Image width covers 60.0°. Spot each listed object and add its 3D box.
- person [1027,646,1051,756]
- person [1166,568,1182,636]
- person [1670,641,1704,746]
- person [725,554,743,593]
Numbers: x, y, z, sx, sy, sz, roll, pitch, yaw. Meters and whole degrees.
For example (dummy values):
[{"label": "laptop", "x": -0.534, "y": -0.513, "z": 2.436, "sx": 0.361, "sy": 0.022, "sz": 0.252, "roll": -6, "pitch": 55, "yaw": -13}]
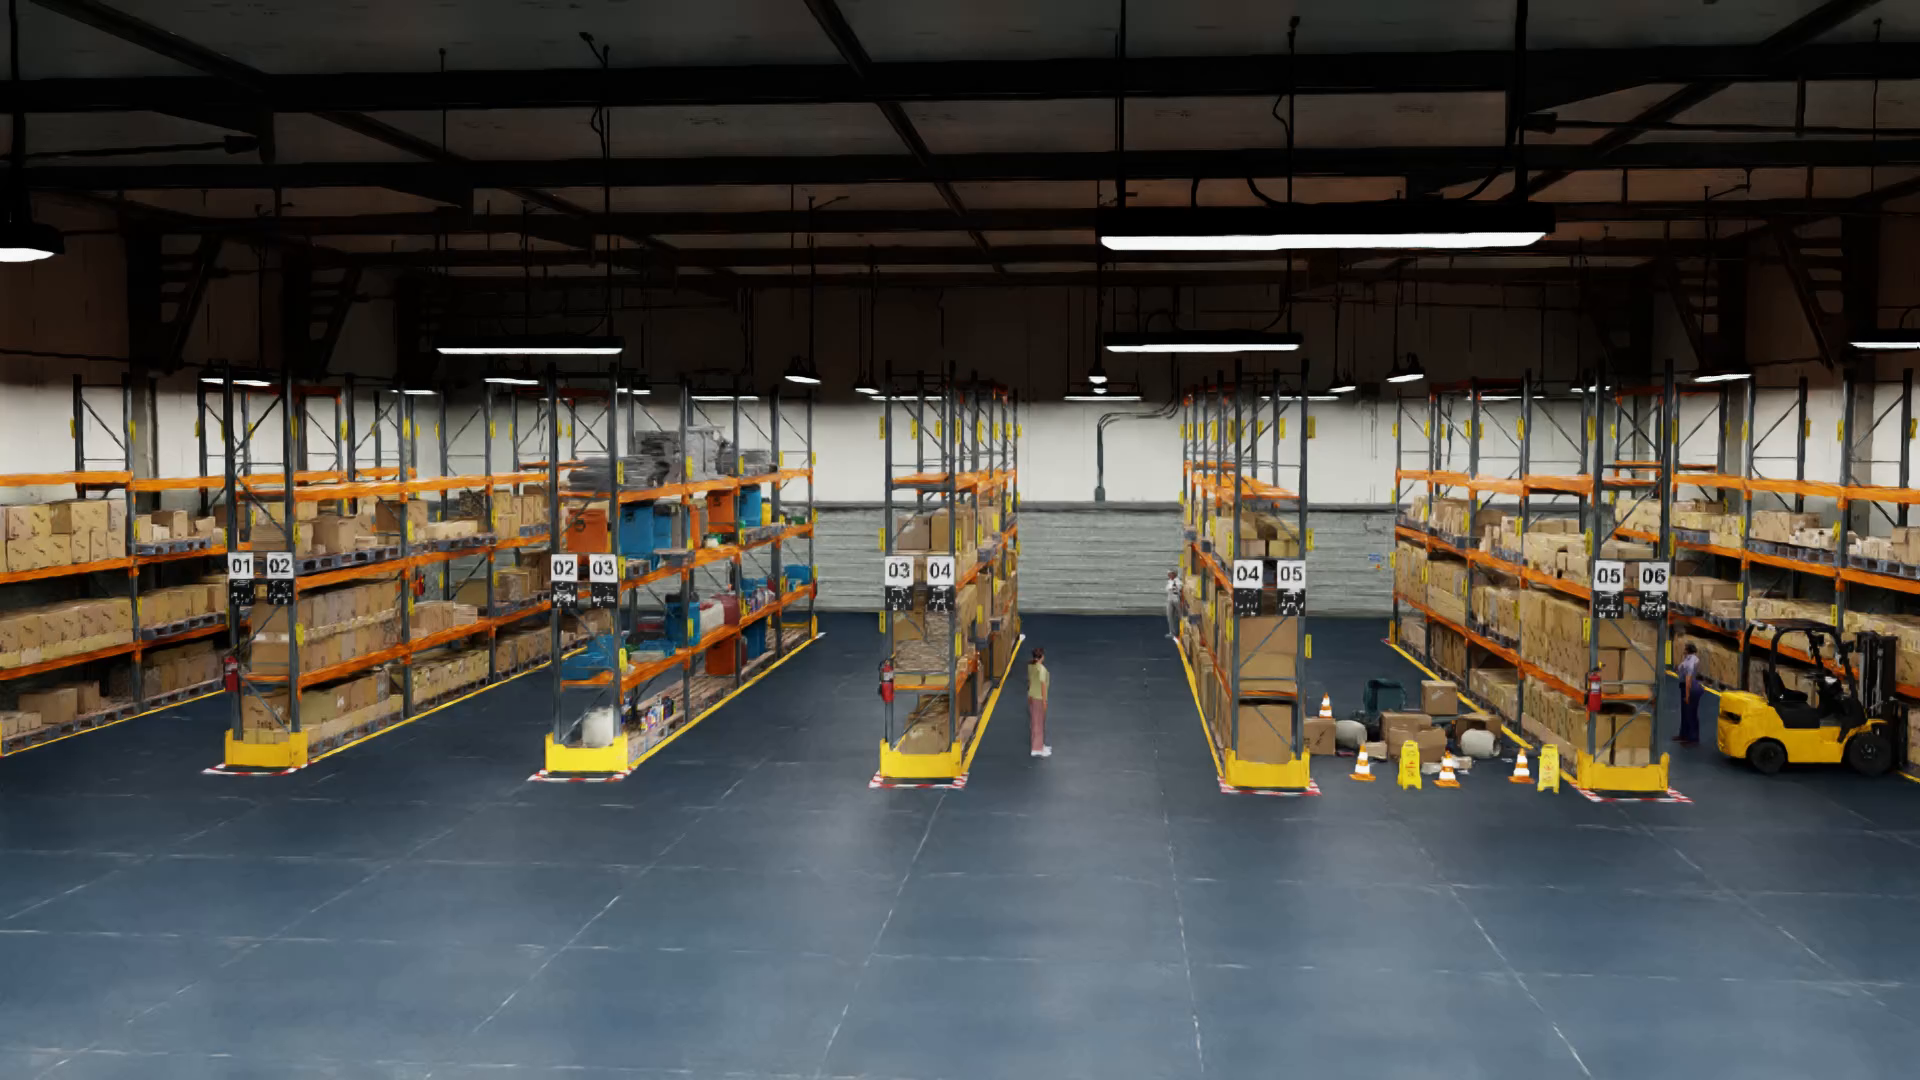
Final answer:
[{"label": "person", "x": 1.248, "y": 2.464, "z": 25.672, "sx": 0.440, "sy": 1.675, "sz": 0.498, "roll": -2, "pitch": 4, "yaw": -26}, {"label": "person", "x": 5.297, "y": 1.510, "z": 40.622, "sx": 0.492, "sy": 1.664, "sz": 0.556, "roll": 4, "pitch": 5, "yaw": 45}, {"label": "person", "x": 11.589, "y": 2.428, "z": 26.515, "sx": 0.475, "sy": 1.651, "sz": 0.523, "roll": 3, "pitch": 5, "yaw": 35}, {"label": "person", "x": -6.219, "y": 1.189, "z": 45.035, "sx": 0.703, "sy": 1.717, "sz": 0.479, "roll": -4, "pitch": 5, "yaw": -44}]
